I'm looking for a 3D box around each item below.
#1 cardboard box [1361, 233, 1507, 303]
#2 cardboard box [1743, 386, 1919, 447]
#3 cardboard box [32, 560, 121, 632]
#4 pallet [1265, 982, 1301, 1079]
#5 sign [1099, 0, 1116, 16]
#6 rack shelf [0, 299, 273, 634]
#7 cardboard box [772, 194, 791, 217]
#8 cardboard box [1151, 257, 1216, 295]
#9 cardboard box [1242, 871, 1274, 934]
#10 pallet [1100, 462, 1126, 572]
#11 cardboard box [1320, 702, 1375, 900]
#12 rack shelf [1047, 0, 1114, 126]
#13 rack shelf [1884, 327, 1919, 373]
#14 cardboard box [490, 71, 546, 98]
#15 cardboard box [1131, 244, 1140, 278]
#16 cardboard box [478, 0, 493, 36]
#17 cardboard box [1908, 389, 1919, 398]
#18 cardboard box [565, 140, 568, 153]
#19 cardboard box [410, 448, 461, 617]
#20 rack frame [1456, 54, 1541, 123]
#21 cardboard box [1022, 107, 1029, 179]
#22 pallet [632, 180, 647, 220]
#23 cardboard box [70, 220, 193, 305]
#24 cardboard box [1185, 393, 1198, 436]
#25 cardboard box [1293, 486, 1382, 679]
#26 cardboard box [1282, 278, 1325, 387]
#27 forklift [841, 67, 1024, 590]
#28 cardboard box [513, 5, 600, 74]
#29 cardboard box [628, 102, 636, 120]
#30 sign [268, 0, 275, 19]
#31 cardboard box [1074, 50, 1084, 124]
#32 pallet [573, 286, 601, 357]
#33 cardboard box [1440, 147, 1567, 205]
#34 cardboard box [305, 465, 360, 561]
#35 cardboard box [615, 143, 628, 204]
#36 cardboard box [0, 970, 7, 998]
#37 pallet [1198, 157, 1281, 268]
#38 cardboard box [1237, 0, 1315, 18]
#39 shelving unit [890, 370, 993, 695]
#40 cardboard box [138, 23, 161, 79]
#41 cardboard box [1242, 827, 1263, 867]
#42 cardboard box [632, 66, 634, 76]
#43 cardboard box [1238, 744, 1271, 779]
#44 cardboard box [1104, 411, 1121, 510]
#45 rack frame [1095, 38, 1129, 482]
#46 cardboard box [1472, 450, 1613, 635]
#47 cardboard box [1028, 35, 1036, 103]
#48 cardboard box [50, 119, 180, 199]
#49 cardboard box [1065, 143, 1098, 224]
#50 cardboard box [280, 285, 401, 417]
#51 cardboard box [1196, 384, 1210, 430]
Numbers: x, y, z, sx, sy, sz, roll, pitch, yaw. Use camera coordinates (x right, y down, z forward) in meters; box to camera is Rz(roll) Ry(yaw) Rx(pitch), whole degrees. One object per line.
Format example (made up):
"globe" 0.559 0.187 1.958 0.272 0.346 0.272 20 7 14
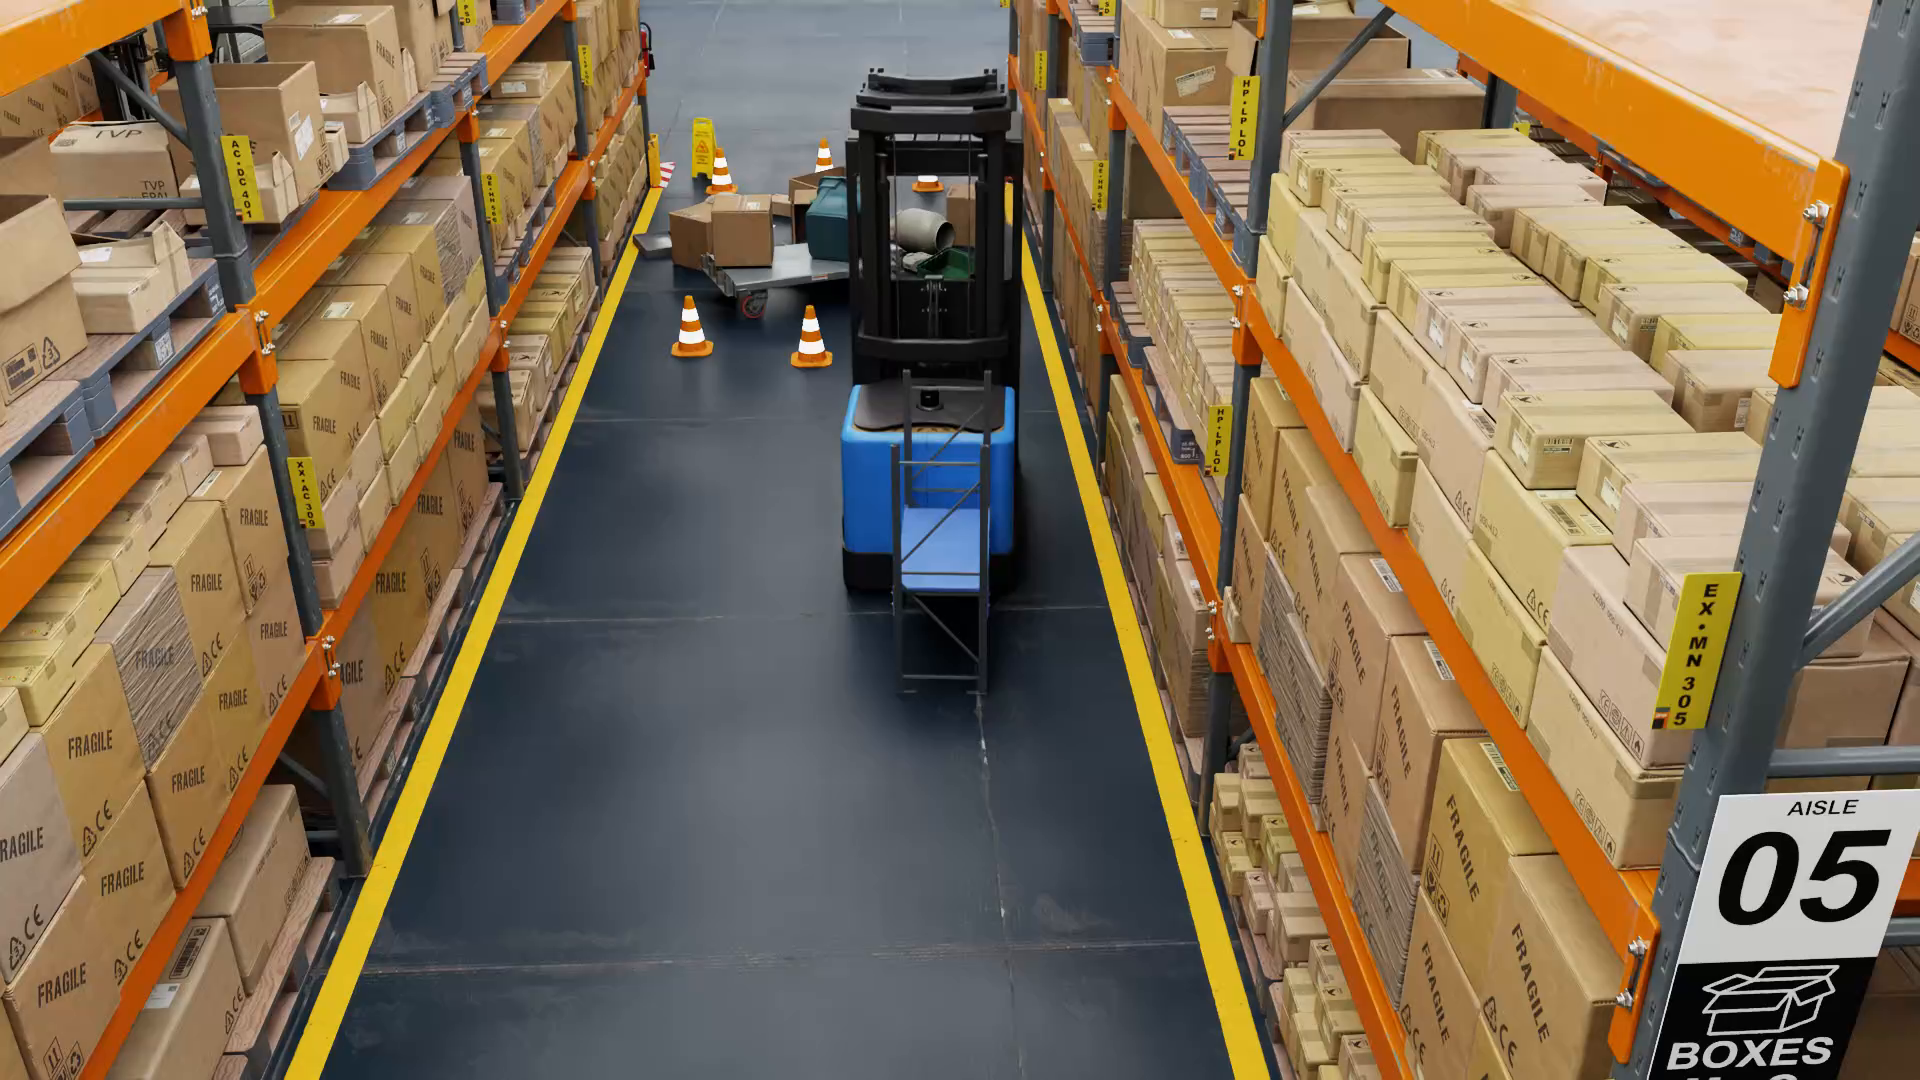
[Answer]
"cardboard box" 1.458 -0.840 5.127 0.380 0.149 0.250 0 28 0
"cardboard box" 2.134 -0.254 4.002 0.380 0.149 0.250 -1 28 -2
"cardboard box" -2.937 0.191 5.312 0.380 0.149 0.250 -2 28 -4
"pallet" 1.801 2.184 6.397 1.003 0.211 1.213 -1 28 -3
"sign" 0.900 -3.359 10.120 0.100 0.325 0.005 -1 28 -3
"rack shelf" -3.170 0.152 4.811 1.077 0.370 4.000 -1 28 -3
"cardboard box" -1.815 -3.482 17.328 0.380 0.149 0.250 13 30 24
"cardboard box" 1.324 -1.535 9.685 0.380 0.149 0.250 -3 28 -5
"cardboard box" 1.441 1.563 7.200 0.380 0.149 0.250 -2 28 -3
"pallet" 1.494 -0.177 10.923 1.003 0.211 1.213 -1 28 -3
"cardboard box" 1.518 0.840 5.527 0.500 0.500 0.500 0 28 0
"rack shelf" 1.350 -3.709 12.214 1.077 0.370 4.000 -1 28 -3
"rack shelf" 6.518 -0.605 9.506 1.077 0.370 4.000 -1 28 -3
"cardboard box" -3.356 -3.453 12.604 0.380 0.149 0.250 -3 28 -5
"cardboard box" 1.280 -1.753 10.425 0.380 0.149 0.250 0 28 0
"cardboard box" -3.591 -3.687 11.283 0.797 0.503 0.637 -1 28 -3
"cardboard box" 6.467 -0.360 10.103 1.225 0.875 0.875 -1 28 -2
"cardboard box" -3.393 -3.177 13.477 0.380 0.149 0.250 -2 28 -4
"cardboard box" -3.488 -0.119 9.640 0.875 0.875 0.875 -1 28 -2
"rack frame" 5.996 -5.542 18.194 1.000 3.000 0.127 -1 28 -3
"cardboard box" 1.138 -4.401 17.850 0.875 0.875 0.875 -1 28 -2
"pallet" -3.890 -3.655 17.591 1.003 0.211 1.213 -1 28 -3
"cardboard box" -2.921 -0.974 5.776 0.396 0.266 0.258 -1 28 -1
"cardboard box" 1.387 -0.659 8.650 0.380 0.149 0.250 -3 28 -5
"cardboard box" 1.482 0.140 5.788 0.500 0.500 0.500 -1 28 -2
"cardboard box" 1.460 -0.739 5.904 0.500 0.250 0.500 -2 28 -3
"forklift" -0.146 -1.639 10.785 1.130 2.935 3.031 1 28 2
"cardboard box" -3.499 -4.283 14.270 0.700 0.500 0.500 -2 28 -3
"cardboard box" -3.512 -4.358 16.931 0.380 0.149 0.250 -1 28 -1
"sign" -4.025 -3.155 9.815 0.100 0.325 0.005 -1 28 -3
"cardboard box" 1.307 -3.642 13.363 0.700 0.500 0.500 -2 28 -3
"pallet" -3.650 -1.859 14.149 1.003 0.211 1.213 -1 28 -3
"cardboard box" 1.977 -1.329 6.063 0.380 0.149 0.250 -1 28 -1
"cardboard box" -3.016 -0.126 7.431 0.500 0.250 0.500 -2 28 -4
"cardboard box" -3.518 -3.520 16.026 0.500 0.500 0.500 0 28 0
"cardboard box" -2.840 1.132 4.209 0.500 0.500 0.500 -2 28 -4
"pallet" 1.738 -1.461 7.329 1.213 0.211 1.003 -1 28 -3
"cardboard box" 1.777 -3.071 9.277 0.396 0.266 0.258 -1 28 -3
"shelving unit" -0.089 -0.054 9.293 0.538 1.500 1.048 1 28 2
"cardboard box" -8.570 -5.004 17.055 0.500 0.500 0.500 -2 28 -4
"cardboard box" 1.466 1.309 7.366 0.380 0.149 0.250 -1 28 -2
"cardboard box" -3.552 -4.790 17.025 0.380 0.149 0.250 -2 28 -4
"cardboard box" 1.475 1.051 7.538 0.380 0.149 0.250 0 28 -1
"cardboard box" 1.237 -0.519 10.813 0.500 0.500 0.500 -3 28 -5
"rack frame" 1.455 -1.774 10.970 1.000 3.000 0.127 -1 28 -3
"cardboard box" 1.566 -0.007 3.961 0.500 0.250 0.500 -2 28 -4
"cardboard box" 1.125 -4.606 16.237 0.875 0.550 0.500 -1 28 -3
"cardboard box" -3.530 -1.639 7.110 0.500 0.311 0.500 -1 28 -3
"cardboard box" 1.081 -2.718 12.671 0.500 0.500 0.500 -1 28 -2
"cardboard box" -3.088 -0.924 8.151 0.500 0.500 0.500 -2 28 -4
"cardboard box" 1.402 -0.675 8.358 0.380 0.149 0.250 -2 28 -4
